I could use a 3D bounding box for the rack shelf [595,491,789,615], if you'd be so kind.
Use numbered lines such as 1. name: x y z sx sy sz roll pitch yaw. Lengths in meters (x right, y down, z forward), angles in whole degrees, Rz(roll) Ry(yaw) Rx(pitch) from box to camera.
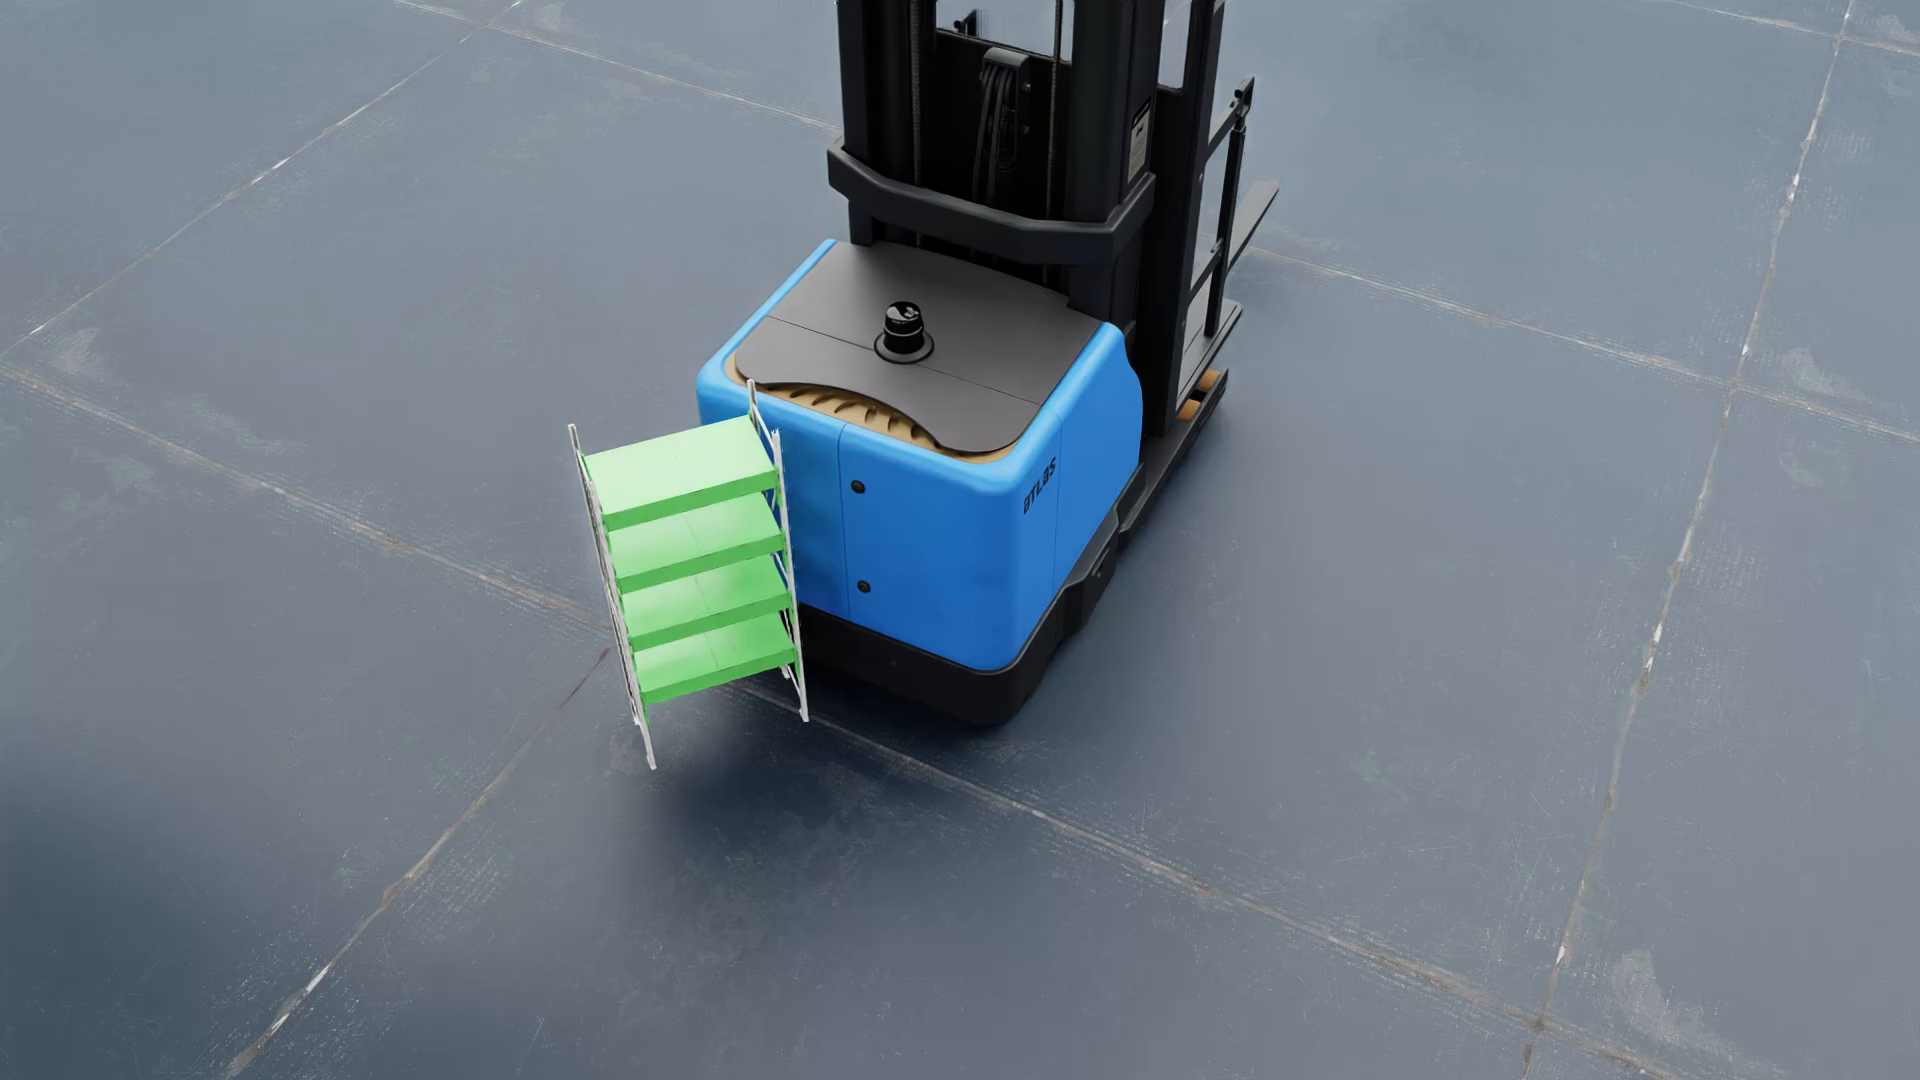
1. rack shelf: -0.749 0.009 4.650 0.480 0.148 0.258 -16 47 -15

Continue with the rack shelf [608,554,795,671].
1. rack shelf: -0.749 0.178 4.821 0.480 0.148 0.258 -16 47 -15

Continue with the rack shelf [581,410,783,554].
1. rack shelf: -0.749 -0.160 4.479 0.480 0.148 0.258 -16 47 -15

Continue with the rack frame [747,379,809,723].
1. rack frame: -0.523 0.068 4.839 0.015 1.200 0.240 -16 47 -15

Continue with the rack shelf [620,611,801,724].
1. rack shelf: -0.749 0.346 4.991 0.480 0.148 0.258 -16 47 -15

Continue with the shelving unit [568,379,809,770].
1. shelving unit: -0.749 0.133 4.775 0.503 1.200 0.258 -16 47 -15

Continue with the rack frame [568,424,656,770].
1. rack frame: -0.976 0.198 4.711 0.015 1.200 0.240 -16 47 -15

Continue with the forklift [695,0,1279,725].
1. forklift: 0.344 -1.516 5.188 1.130 2.935 3.031 20 49 18
